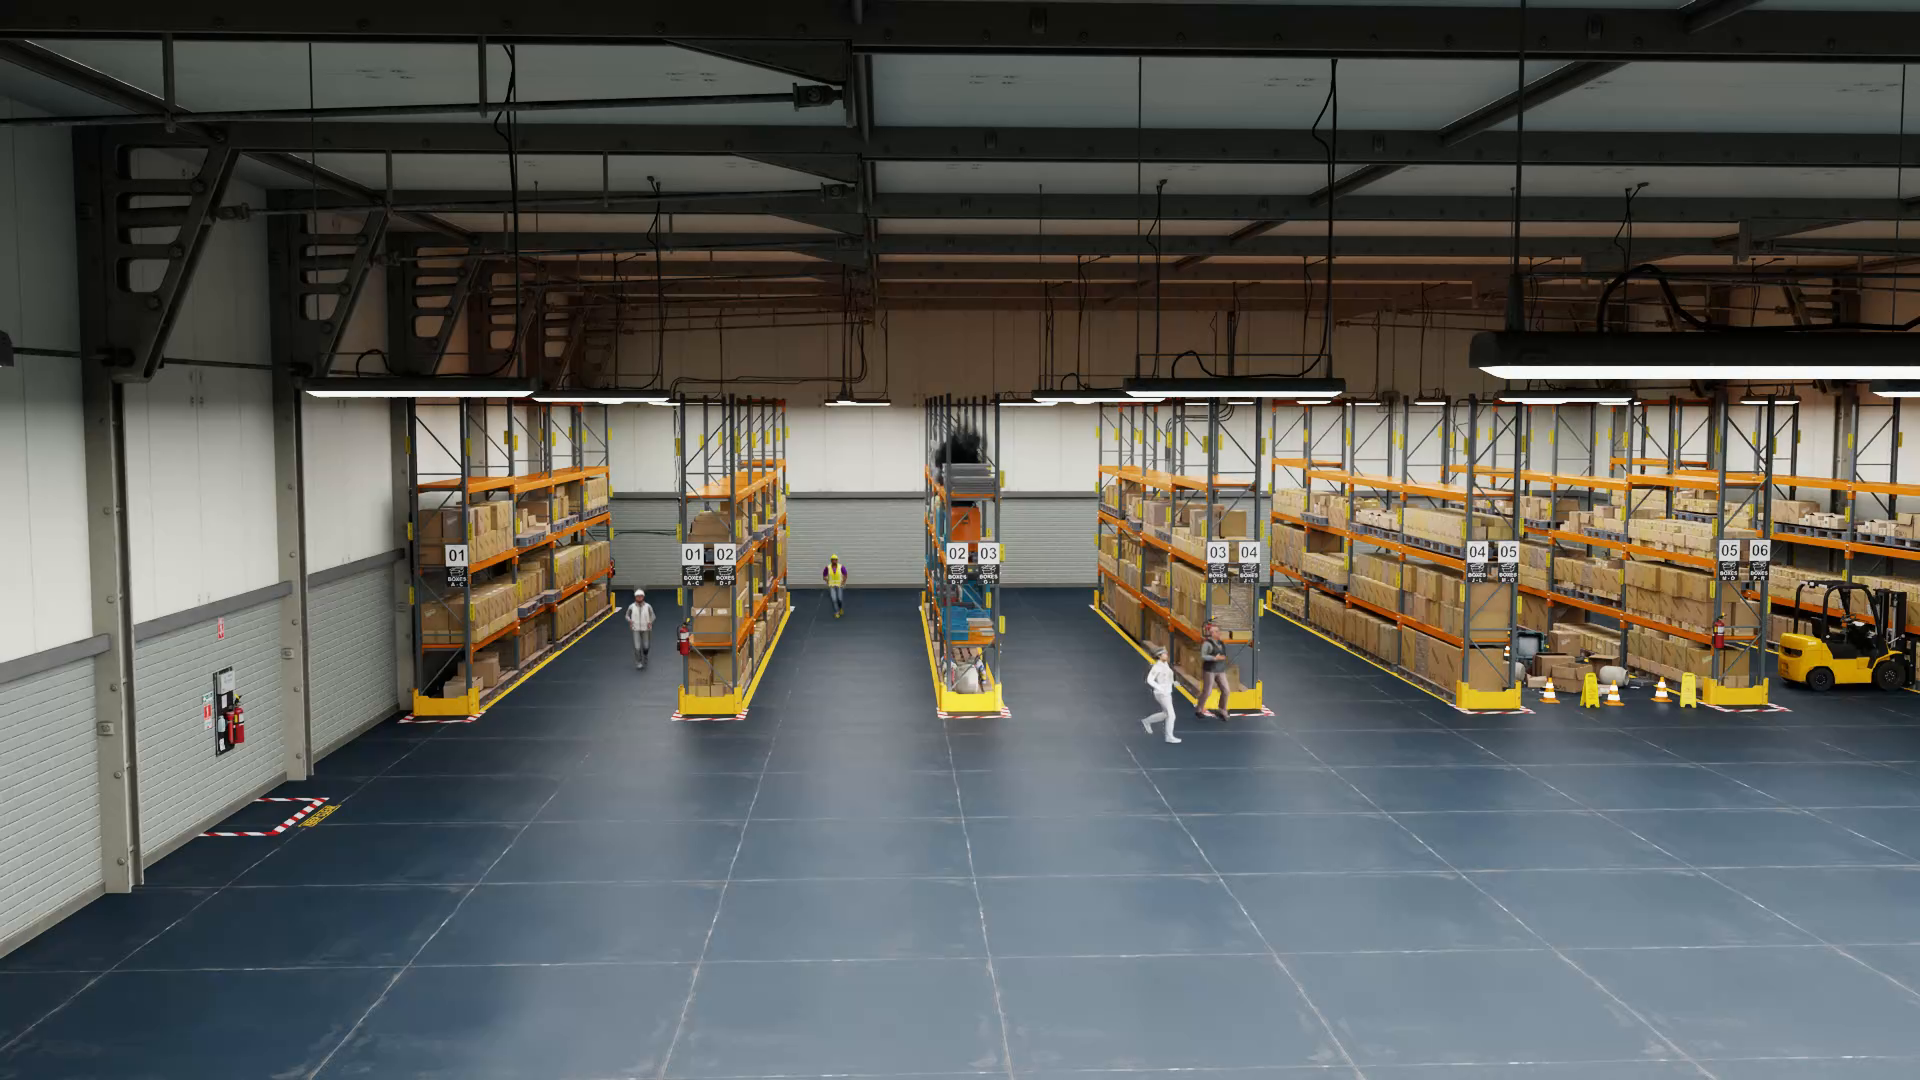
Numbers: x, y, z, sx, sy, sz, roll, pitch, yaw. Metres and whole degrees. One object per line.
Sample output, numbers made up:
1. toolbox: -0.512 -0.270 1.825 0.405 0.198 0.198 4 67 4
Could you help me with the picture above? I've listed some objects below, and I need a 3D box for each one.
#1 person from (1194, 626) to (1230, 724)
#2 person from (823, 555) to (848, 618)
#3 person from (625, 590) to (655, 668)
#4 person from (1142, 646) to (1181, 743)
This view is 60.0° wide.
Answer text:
1. person: 4.644 2.466 30.386 0.665 1.786 0.701 -3 5 -34
2. person: -3.419 1.271 45.555 0.687 1.722 0.585 0 5 -5
3. person: -7.049 1.965 36.655 0.656 1.722 0.603 -1 5 -13
4. person: 3.459 2.638 28.569 0.738 1.653 0.624 2 5 29
